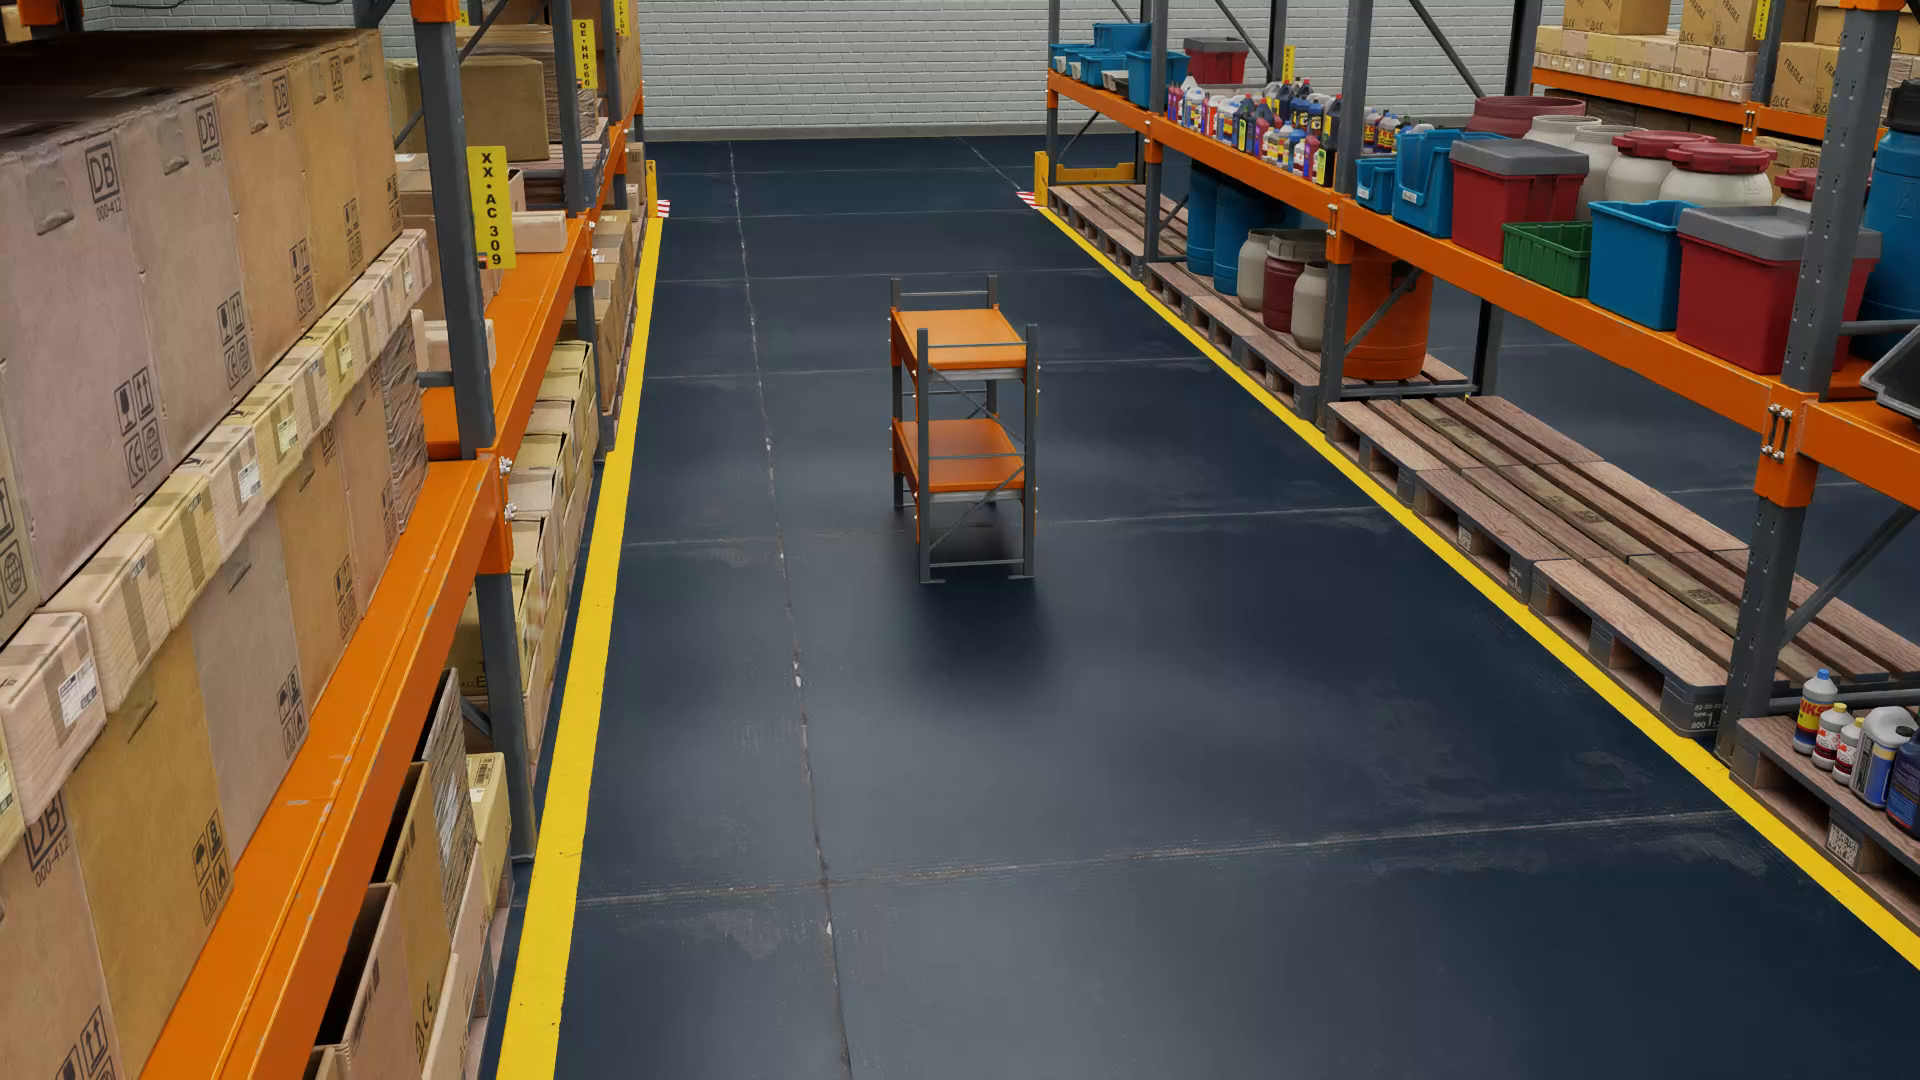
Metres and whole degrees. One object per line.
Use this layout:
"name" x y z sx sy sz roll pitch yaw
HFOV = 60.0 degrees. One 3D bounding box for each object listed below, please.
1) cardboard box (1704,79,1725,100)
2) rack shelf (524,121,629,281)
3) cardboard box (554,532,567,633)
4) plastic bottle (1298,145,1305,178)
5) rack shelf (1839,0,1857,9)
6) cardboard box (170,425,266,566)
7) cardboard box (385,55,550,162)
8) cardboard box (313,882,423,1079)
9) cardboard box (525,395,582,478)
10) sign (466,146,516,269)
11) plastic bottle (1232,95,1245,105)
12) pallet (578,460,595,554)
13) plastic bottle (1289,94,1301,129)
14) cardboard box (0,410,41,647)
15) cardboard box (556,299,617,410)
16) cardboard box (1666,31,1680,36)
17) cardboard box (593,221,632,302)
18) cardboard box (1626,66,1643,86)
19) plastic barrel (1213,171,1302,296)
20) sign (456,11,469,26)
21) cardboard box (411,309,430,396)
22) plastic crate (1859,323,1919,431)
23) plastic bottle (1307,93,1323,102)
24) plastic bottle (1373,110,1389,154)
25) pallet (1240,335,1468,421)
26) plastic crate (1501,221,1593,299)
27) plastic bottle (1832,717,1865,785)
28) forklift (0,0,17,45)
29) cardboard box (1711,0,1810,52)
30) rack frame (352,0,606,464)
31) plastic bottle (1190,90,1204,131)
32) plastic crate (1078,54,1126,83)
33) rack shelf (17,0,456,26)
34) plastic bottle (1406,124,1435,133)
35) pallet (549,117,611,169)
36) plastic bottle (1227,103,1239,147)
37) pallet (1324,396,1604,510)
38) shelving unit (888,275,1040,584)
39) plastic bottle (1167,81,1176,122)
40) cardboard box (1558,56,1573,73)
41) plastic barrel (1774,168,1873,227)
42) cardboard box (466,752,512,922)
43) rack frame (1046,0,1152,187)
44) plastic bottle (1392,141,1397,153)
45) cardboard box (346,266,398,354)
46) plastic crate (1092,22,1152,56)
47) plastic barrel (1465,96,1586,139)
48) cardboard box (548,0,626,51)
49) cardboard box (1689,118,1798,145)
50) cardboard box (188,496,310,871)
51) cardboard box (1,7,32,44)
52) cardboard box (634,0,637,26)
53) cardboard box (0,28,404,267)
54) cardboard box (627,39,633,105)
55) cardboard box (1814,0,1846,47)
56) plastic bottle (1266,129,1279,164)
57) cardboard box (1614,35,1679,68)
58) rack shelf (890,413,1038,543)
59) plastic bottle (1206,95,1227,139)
"cardboard box" 6.439 -3.747 13.822 0.380 0.149 0.250 -3 21 -7
"rack shelf" -2.670 -2.159 10.238 1.077 0.370 4.000 -3 21 -8
"cardboard box" -1.768 0.164 6.319 0.500 0.250 0.500 -4 21 -9
"plastic bottle" 2.008 -2.198 9.599 0.097 0.201 0.097 0 20 0
"rack shelf" 2.809 -2.428 6.670 1.077 0.370 4.000 -3 21 -8
"cardboard box" -1.293 -0.063 2.529 0.380 0.149 0.250 -3 21 -7
"cardboard box" -2.584 -2.259 8.735 0.700 0.500 0.500 -10 23 -26
"cardboard box" -1.299 0.990 3.036 0.500 0.500 0.500 -3 21 -8
"cardboard box" -1.911 -0.451 7.166 0.500 0.311 0.500 -3 21 -8
"sign" -1.256 -0.890 4.461 0.100 0.325 0.005 -3 21 -8
"plastic bottle" 1.917 -2.886 11.335 0.152 0.276 0.135 -3 21 -8
"pallet" -2.302 -0.210 7.977 1.003 0.211 1.213 -3 21 -8
"plastic bottle" 2.325 -2.943 11.492 0.097 0.271 0.097 0 20 0
"cardboard box" -1.372 -0.051 1.568 0.700 0.500 0.500 -3 21 -9
"cardboard box" -2.165 -1.011 9.079 0.500 0.500 0.500 -2 21 -5
"cardboard box" 6.747 -4.635 15.627 0.500 0.250 0.500 -4 21 -10
"cardboard box" -2.541 -1.896 11.448 0.500 0.500 0.500 -3 21 -8
"cardboard box" 6.256 -4.191 15.010 0.380 0.149 0.250 -3 21 -7
"plastic barrel" 2.107 -2.216 11.762 0.600 0.901 0.708 -3 21 -8
"sign" -3.494 -3.564 11.734 0.100 0.325 0.005 -3 21 -8
"cardboard box" -1.919 -0.517 5.026 0.500 0.250 0.500 -2 21 -4
"plastic crate" 3.047 -0.450 4.724 0.767 0.338 0.504 -3 21 -8
"plastic bottle" 2.446 -2.958 11.525 0.152 0.276 0.135 -3 21 -8
"plastic bottle" 2.656 -2.566 10.466 0.061 0.283 0.133 -3 21 -8
"pallet" 2.365 -1.017 10.136 1.003 0.211 1.213 -3 21 -8
"plastic crate" 2.567 -1.157 6.829 0.450 0.188 0.662 -3 21 -8
"plastic bottle" 2.738 0.641 5.085 0.097 0.201 0.097 0 20 0
"forklift" -4.996 -1.696 8.069 1.130 2.935 3.031 -4 21 -9
"cardboard box" 6.514 -4.253 13.533 0.500 0.500 0.500 -2 21 -6
"rack frame" -2.382 -1.803 8.258 1.000 3.000 0.127 -3 21 -8
"plastic bottle" 1.676 -3.029 11.723 0.097 0.271 0.097 0 20 0
"plastic crate" 1.267 -4.214 14.864 0.416 0.233 0.300 -3 21 -8
"rack shelf" -1.517 -0.794 2.297 1.077 0.370 4.000 -3 21 -8
"plastic bottle" 2.711 -2.320 9.819 0.152 0.276 0.135 -3 21 -8
"pallet" -2.667 -2.387 10.093 1.003 0.211 1.213 -3 21 -8
"plastic bottle" 1.804 -2.721 10.898 0.097 0.271 0.097 0 20 0
"pallet" 2.594 -0.476 8.688 1.003 0.211 1.213 -3 21 -8
"shelving unit" -0.001 -0.529 7.526 0.538 1.125 1.048 -3 21 -8
"plastic bottle" 1.574 -3.234 12.254 0.061 0.283 0.133 -3 21 -8
"cardboard box" 6.069 -4.637 16.203 0.380 0.149 0.250 -3 21 -9
"plastic barrel" 3.176 -1.073 6.108 0.433 0.535 0.433 0 20 0
"cardboard box" -1.522 0.822 4.557 0.500 0.250 0.500 -3 21 -8
"rack frame" 1.367 -4.822 16.339 1.000 3.000 0.127 -3 21 -8
"plastic bottle" 2.590 -2.273 9.798 0.097 0.201 0.097 0 20 0
"cardboard box" -1.480 -0.510 3.724 0.380 0.149 0.250 -4 21 -9
"plastic crate" 1.600 -4.760 16.037 0.616 0.435 0.499 -3 21 -8
"plastic barrel" 2.887 -1.970 8.510 0.600 0.536 0.708 -3 21 -8
"cardboard box" -2.748 -3.881 12.248 0.500 0.500 0.500 -2 21 -6
"cardboard box" 6.829 -3.121 14.221 0.875 0.875 0.875 -3 21 -8
"cardboard box" -1.509 0.221 2.693 0.700 0.500 0.500 -2 21 -6
"cardboard box" -8.237 -4.035 13.805 0.980 0.700 0.700 -3 21 -8
"cardboard box" -3.125 -4.773 14.638 0.500 0.500 0.500 -2 21 -6
"cardboard box" -1.735 -0.920 3.895 0.700 0.500 0.500 -3 21 -7
"cardboard box" -2.909 -3.776 13.396 0.500 0.500 0.500 -3 21 -8
"cardboard box" 6.945 -3.983 12.516 0.797 0.503 0.637 -3 21 -9
"plastic bottle" 1.924 -2.400 10.140 0.097 0.201 0.097 0 20 0
"cardboard box" 6.301 -4.427 15.071 0.500 0.250 0.500 -3 21 -9
"rack shelf" -0.001 -0.300 7.611 0.538 0.278 1.000 -3 21 -8
"plastic bottle" 1.767 -2.879 11.314 0.152 0.276 0.135 -3 21 -8
